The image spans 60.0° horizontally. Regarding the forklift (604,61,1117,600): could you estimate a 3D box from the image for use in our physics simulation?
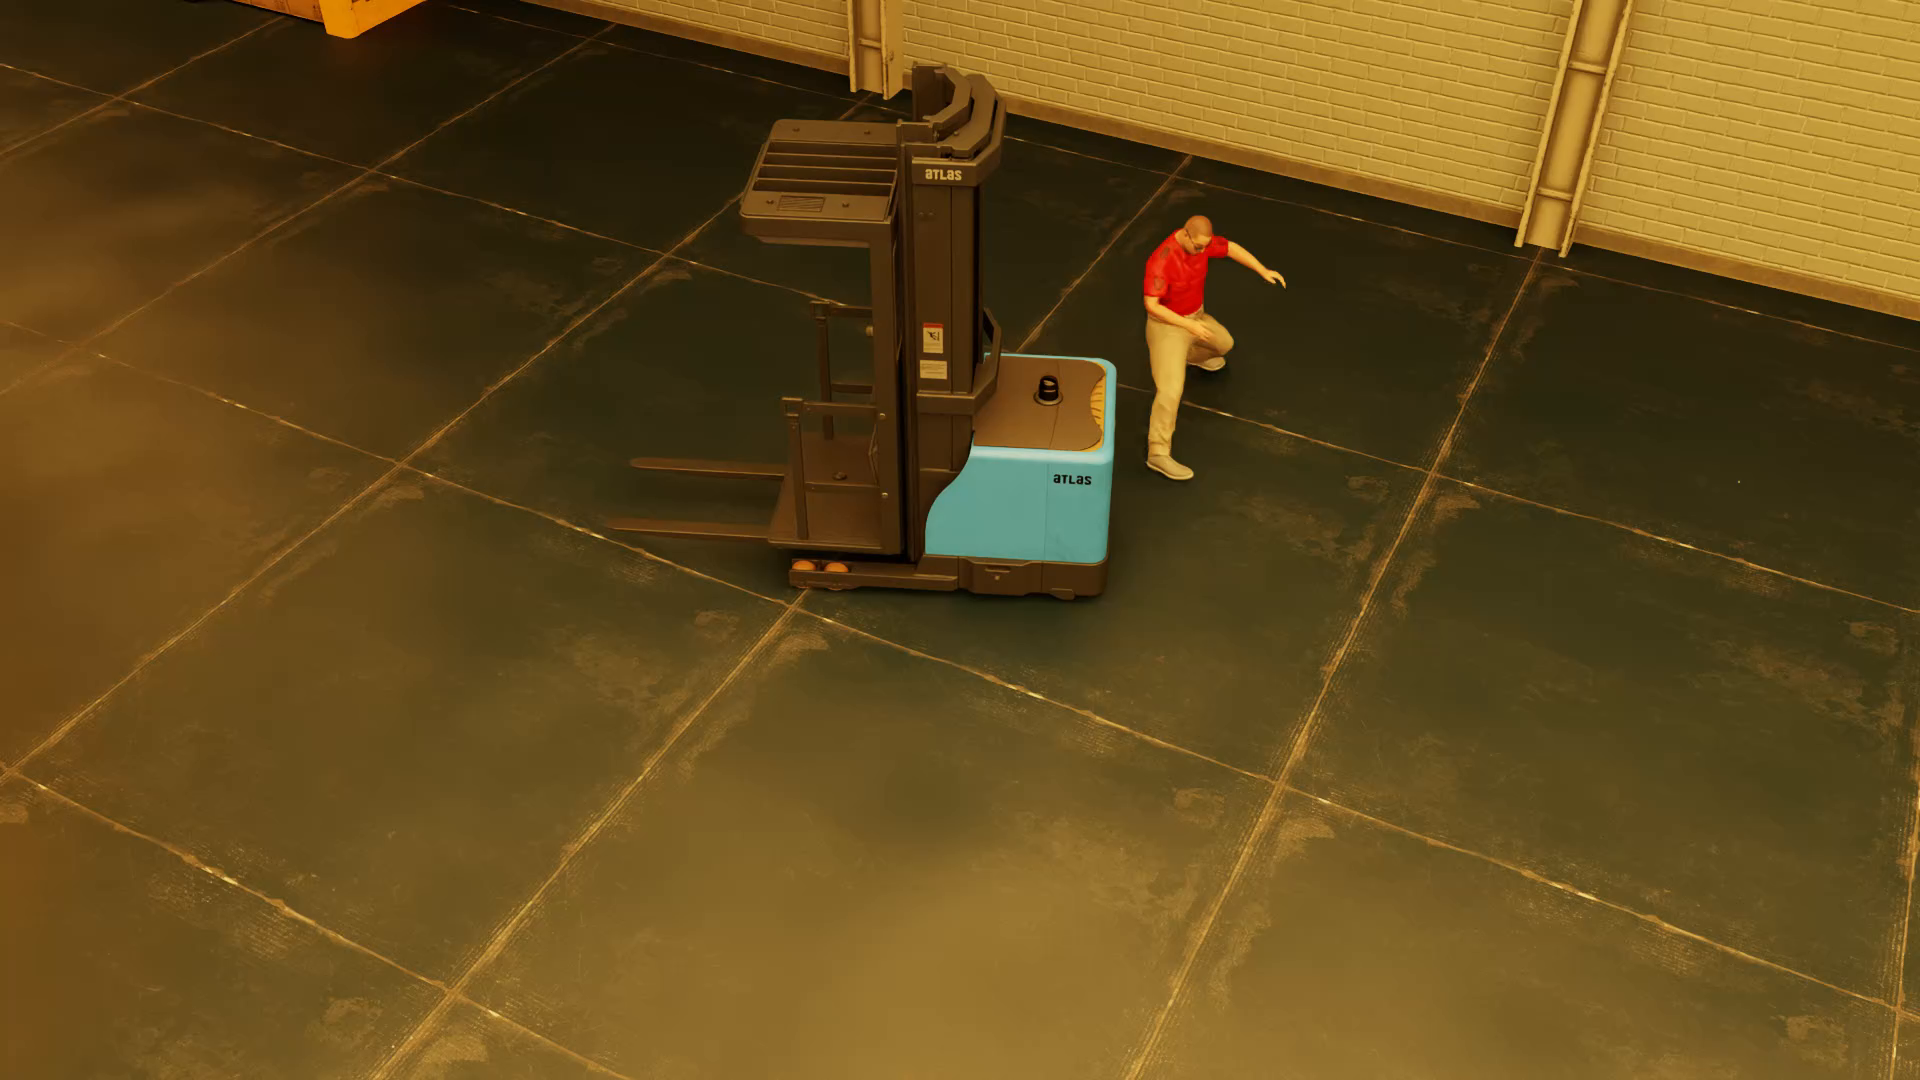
[{"bbox_3d":[-0.606,-1.157,9.360,3.031,2.935,1.130,3,40,4],"label":"forklift"}]

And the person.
[{"bbox_3d":[1.565,-1.407,10.745,0.852,1.517,1.287,32,49,32],"label":"person"}]
